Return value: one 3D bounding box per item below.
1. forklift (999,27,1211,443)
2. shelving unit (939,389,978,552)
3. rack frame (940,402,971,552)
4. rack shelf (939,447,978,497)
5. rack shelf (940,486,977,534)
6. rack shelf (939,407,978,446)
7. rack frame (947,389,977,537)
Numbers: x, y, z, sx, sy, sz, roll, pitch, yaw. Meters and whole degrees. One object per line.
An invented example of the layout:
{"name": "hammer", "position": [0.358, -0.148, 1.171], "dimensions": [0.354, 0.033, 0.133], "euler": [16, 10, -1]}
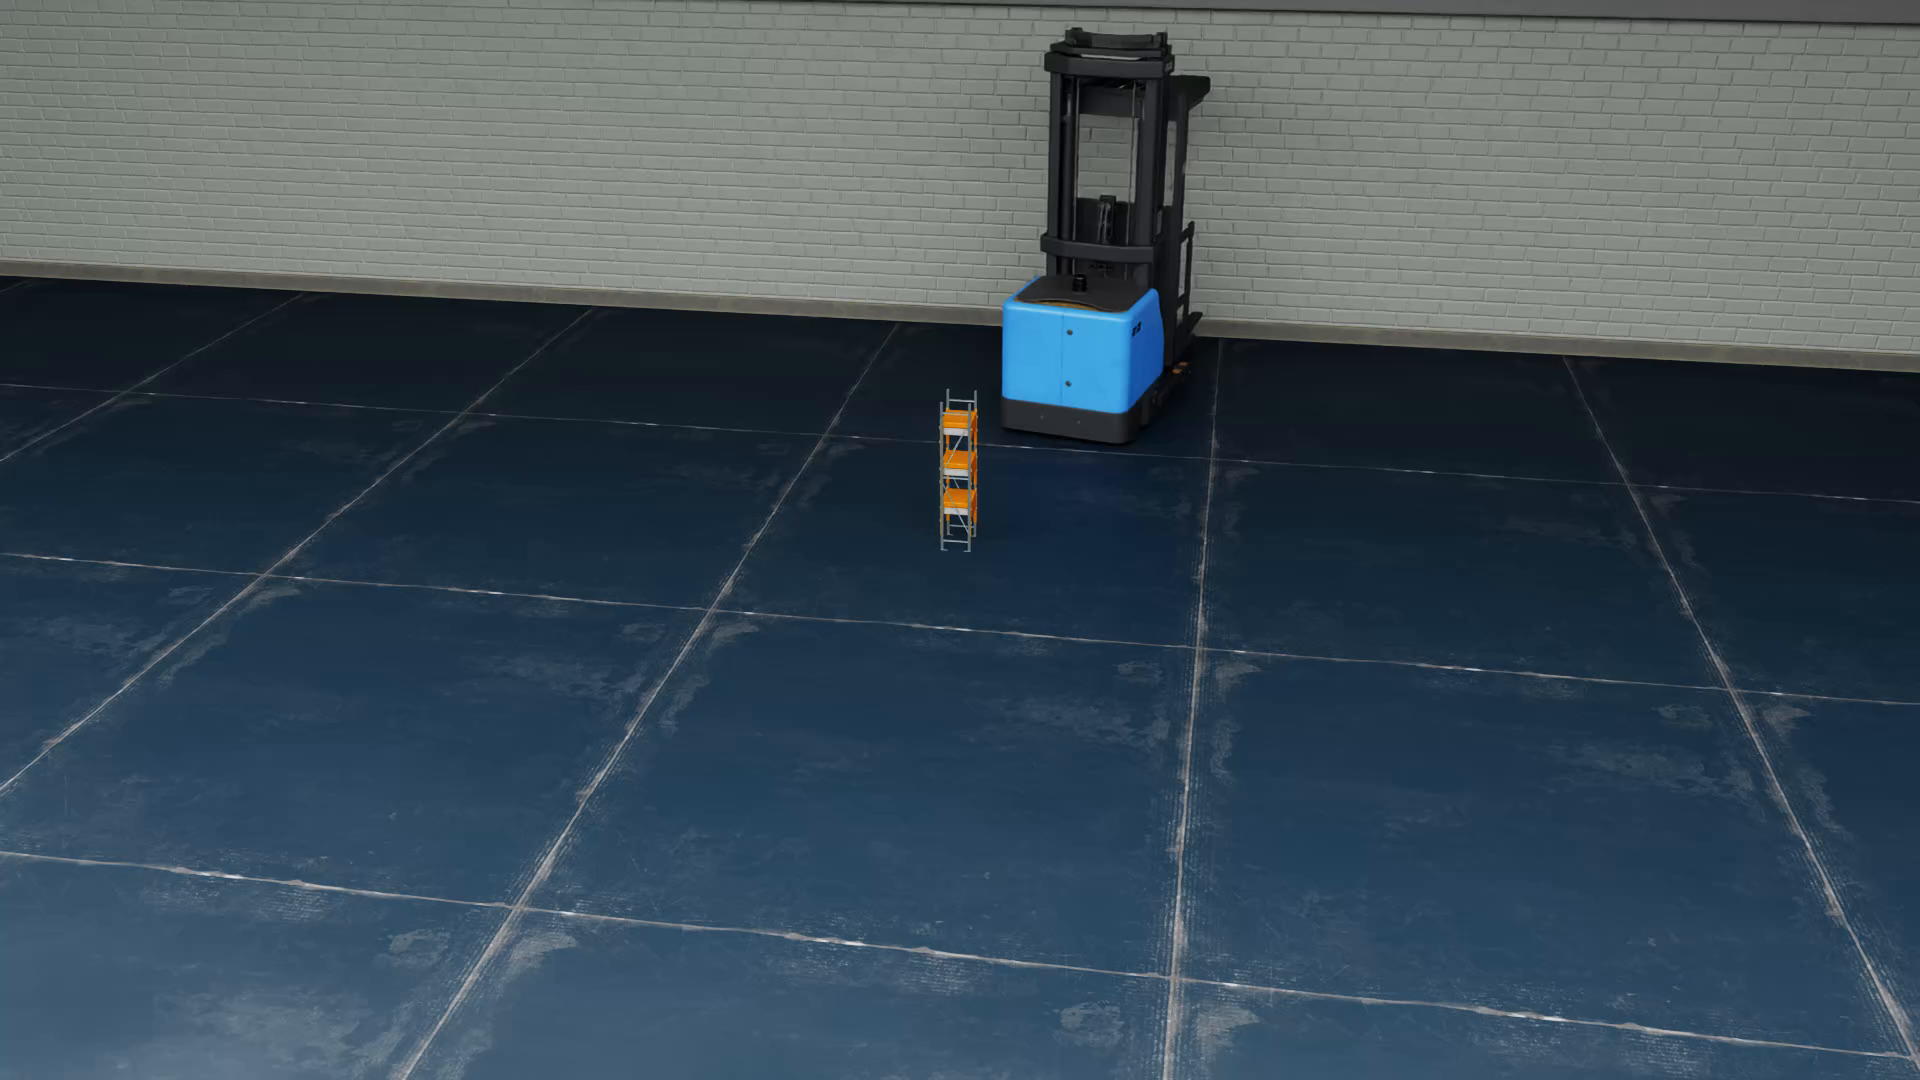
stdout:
{"name": "forklift", "position": [1.331, -2.660, 13.476], "dimensions": [1.130, 2.935, 3.031], "euler": [10, 27, 20]}
{"name": "shelving unit", "position": [-0.009, -0.453, 10.980], "dimensions": [0.215, 1.050, 0.252], "euler": [4, 25, 9]}
{"name": "rack frame", "position": [-0.029, -0.402, 10.871], "dimensions": [0.200, 1.050, 0.008], "euler": [4, 25, 9]}
{"name": "rack shelf", "position": [-0.009, -0.444, 10.984], "dimensions": [0.215, 0.259, 0.240], "euler": [4, 25, 9]}
{"name": "rack shelf", "position": [-0.009, -0.192, 11.102], "dimensions": [0.215, 0.259, 0.240], "euler": [4, 25, 9]}
{"name": "rack shelf", "position": [-0.009, -0.701, 10.864], "dimensions": [0.215, 0.259, 0.240], "euler": [4, 25, 9]}
{"name": "rack frame", "position": [0.011, -0.504, 11.089], "dimensions": [0.200, 1.050, 0.008], "euler": [4, 25, 9]}
